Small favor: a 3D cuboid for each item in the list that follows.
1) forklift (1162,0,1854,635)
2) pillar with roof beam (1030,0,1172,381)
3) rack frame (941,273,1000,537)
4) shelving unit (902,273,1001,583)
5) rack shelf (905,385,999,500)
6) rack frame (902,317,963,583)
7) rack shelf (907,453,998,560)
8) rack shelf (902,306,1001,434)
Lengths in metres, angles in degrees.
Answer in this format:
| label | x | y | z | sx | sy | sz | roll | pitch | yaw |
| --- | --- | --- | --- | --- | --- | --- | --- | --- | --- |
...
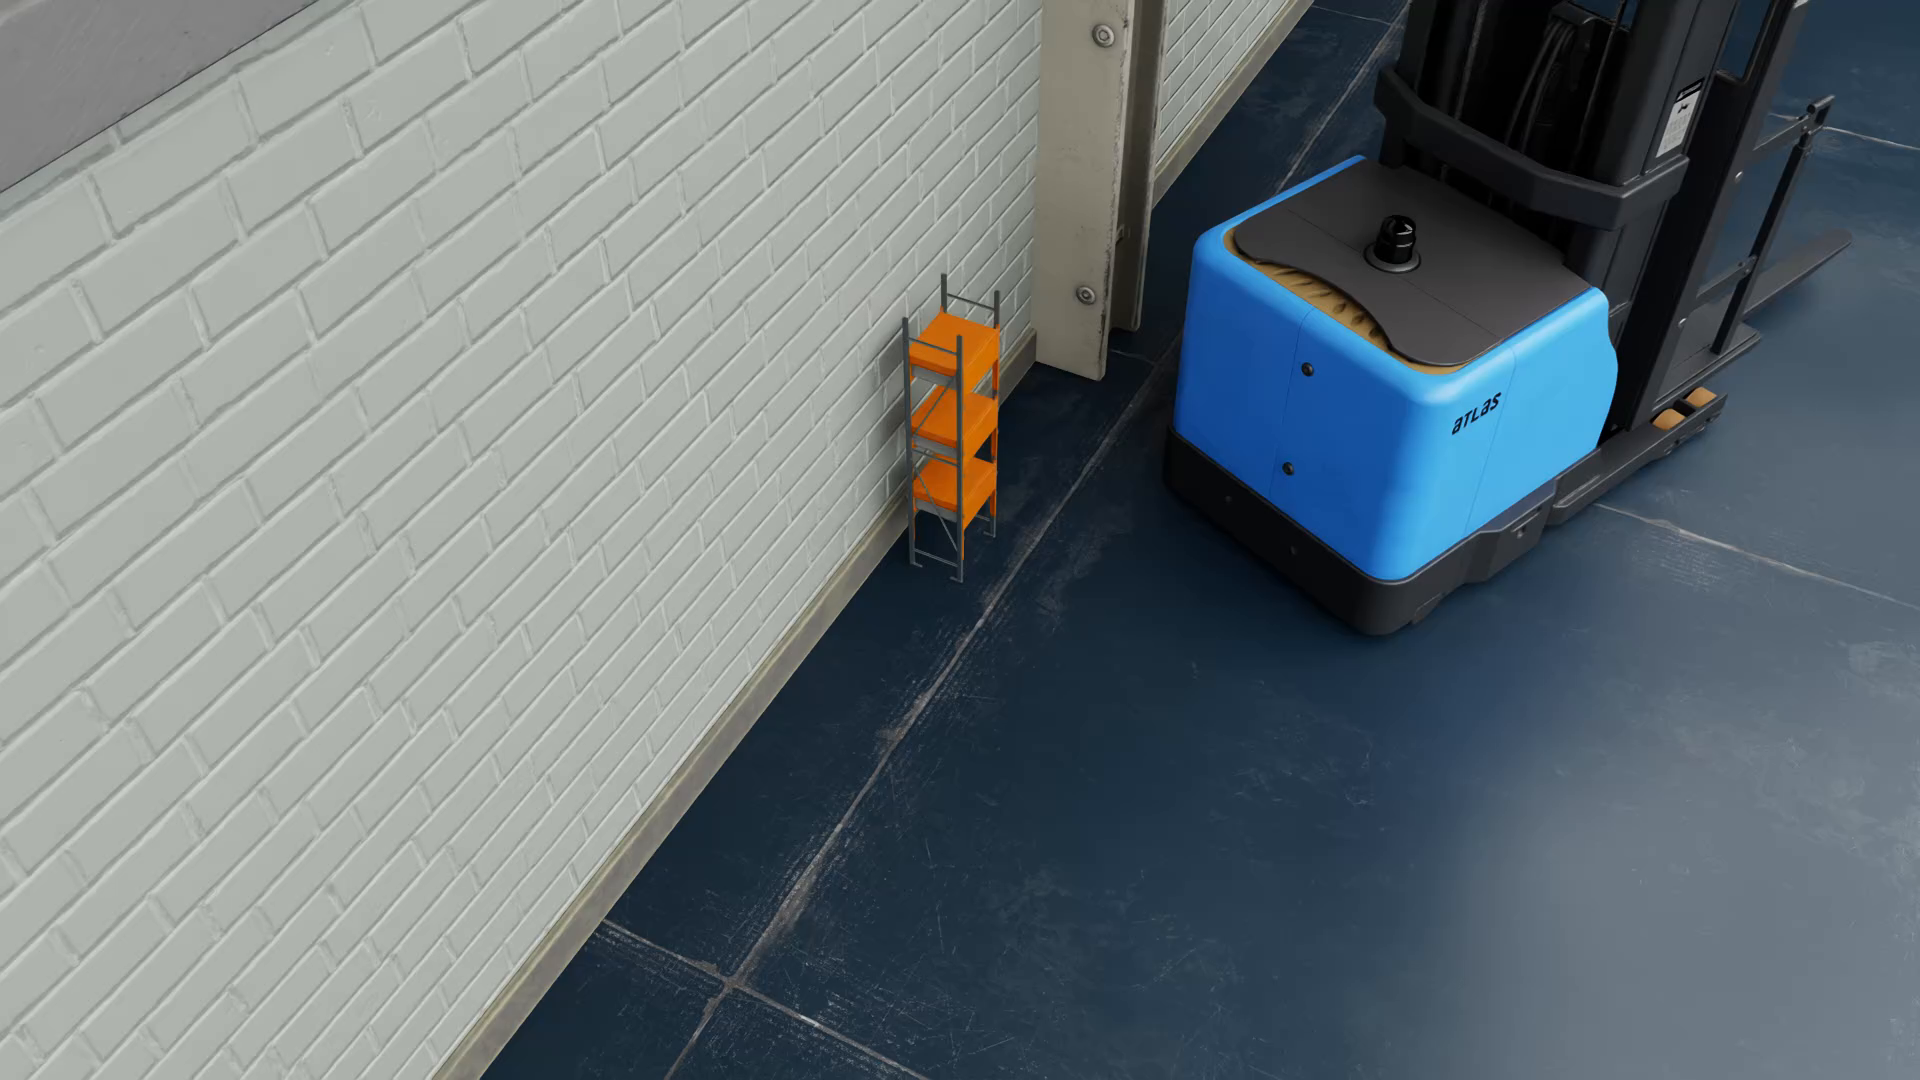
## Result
| label | x | y | z | sx | sy | sz | roll | pitch | yaw |
| --- | --- | --- | --- | --- | --- | --- | --- | --- | --- |
| forklift | 2.182 | -1.606 | 5.277 | 3.031 | 2.935 | 1.130 | -30 | 52 | -26 |
| pillar with roof beam | 4.301 | -2.523 | 1.917 | 9.100 | 9.000 | 0.400 | 20 | 49 | 19 |
| rack frame | 0.032 | -0.412 | 5.419 | 0.200 | 1.050 | 0.008 | 20 | 49 | 19 |
| shelving unit | -0.025 | -0.335 | 5.343 | 0.215 | 1.050 | 0.252 | 20 | 49 | 19 |
| rack shelf | -0.025 | -0.328 | 5.351 | 0.215 | 0.259 | 0.240 | 20 | 49 | 19 |
| rack frame | -0.081 | -0.258 | 5.267 | 0.200 | 1.050 | 0.008 | 20 | 49 | 19 |
| rack shelf | -0.025 | -0.133 | 5.548 | 0.215 | 0.259 | 0.240 | 20 | 49 | 19 |
| rack shelf | -0.025 | -0.527 | 5.149 | 0.215 | 0.259 | 0.240 | 20 | 49 | 19 |
